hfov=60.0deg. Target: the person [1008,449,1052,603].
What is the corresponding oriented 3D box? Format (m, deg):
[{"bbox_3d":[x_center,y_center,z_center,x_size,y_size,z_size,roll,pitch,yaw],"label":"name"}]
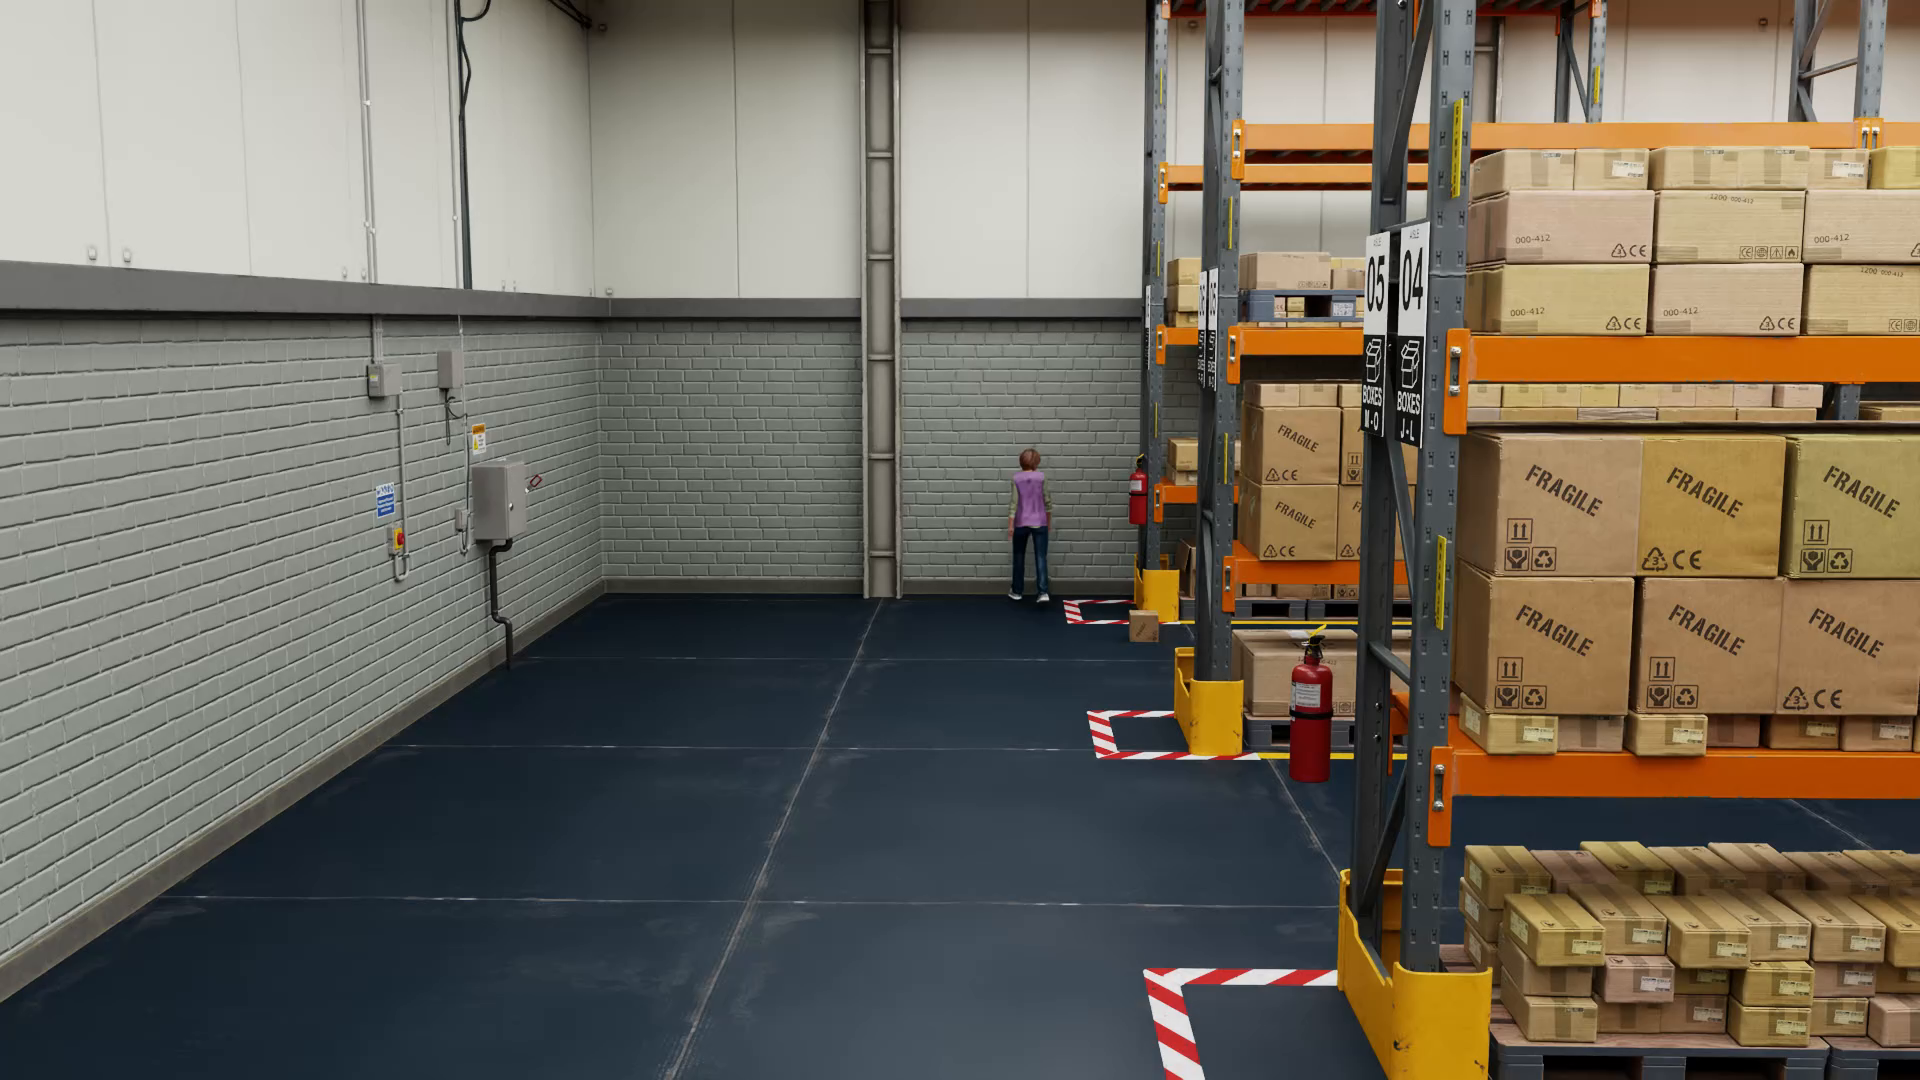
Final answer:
[{"bbox_3d":[0.708,-0.140,16.835,0.452,1.553,0.799,0,7,0],"label":"person"}]
